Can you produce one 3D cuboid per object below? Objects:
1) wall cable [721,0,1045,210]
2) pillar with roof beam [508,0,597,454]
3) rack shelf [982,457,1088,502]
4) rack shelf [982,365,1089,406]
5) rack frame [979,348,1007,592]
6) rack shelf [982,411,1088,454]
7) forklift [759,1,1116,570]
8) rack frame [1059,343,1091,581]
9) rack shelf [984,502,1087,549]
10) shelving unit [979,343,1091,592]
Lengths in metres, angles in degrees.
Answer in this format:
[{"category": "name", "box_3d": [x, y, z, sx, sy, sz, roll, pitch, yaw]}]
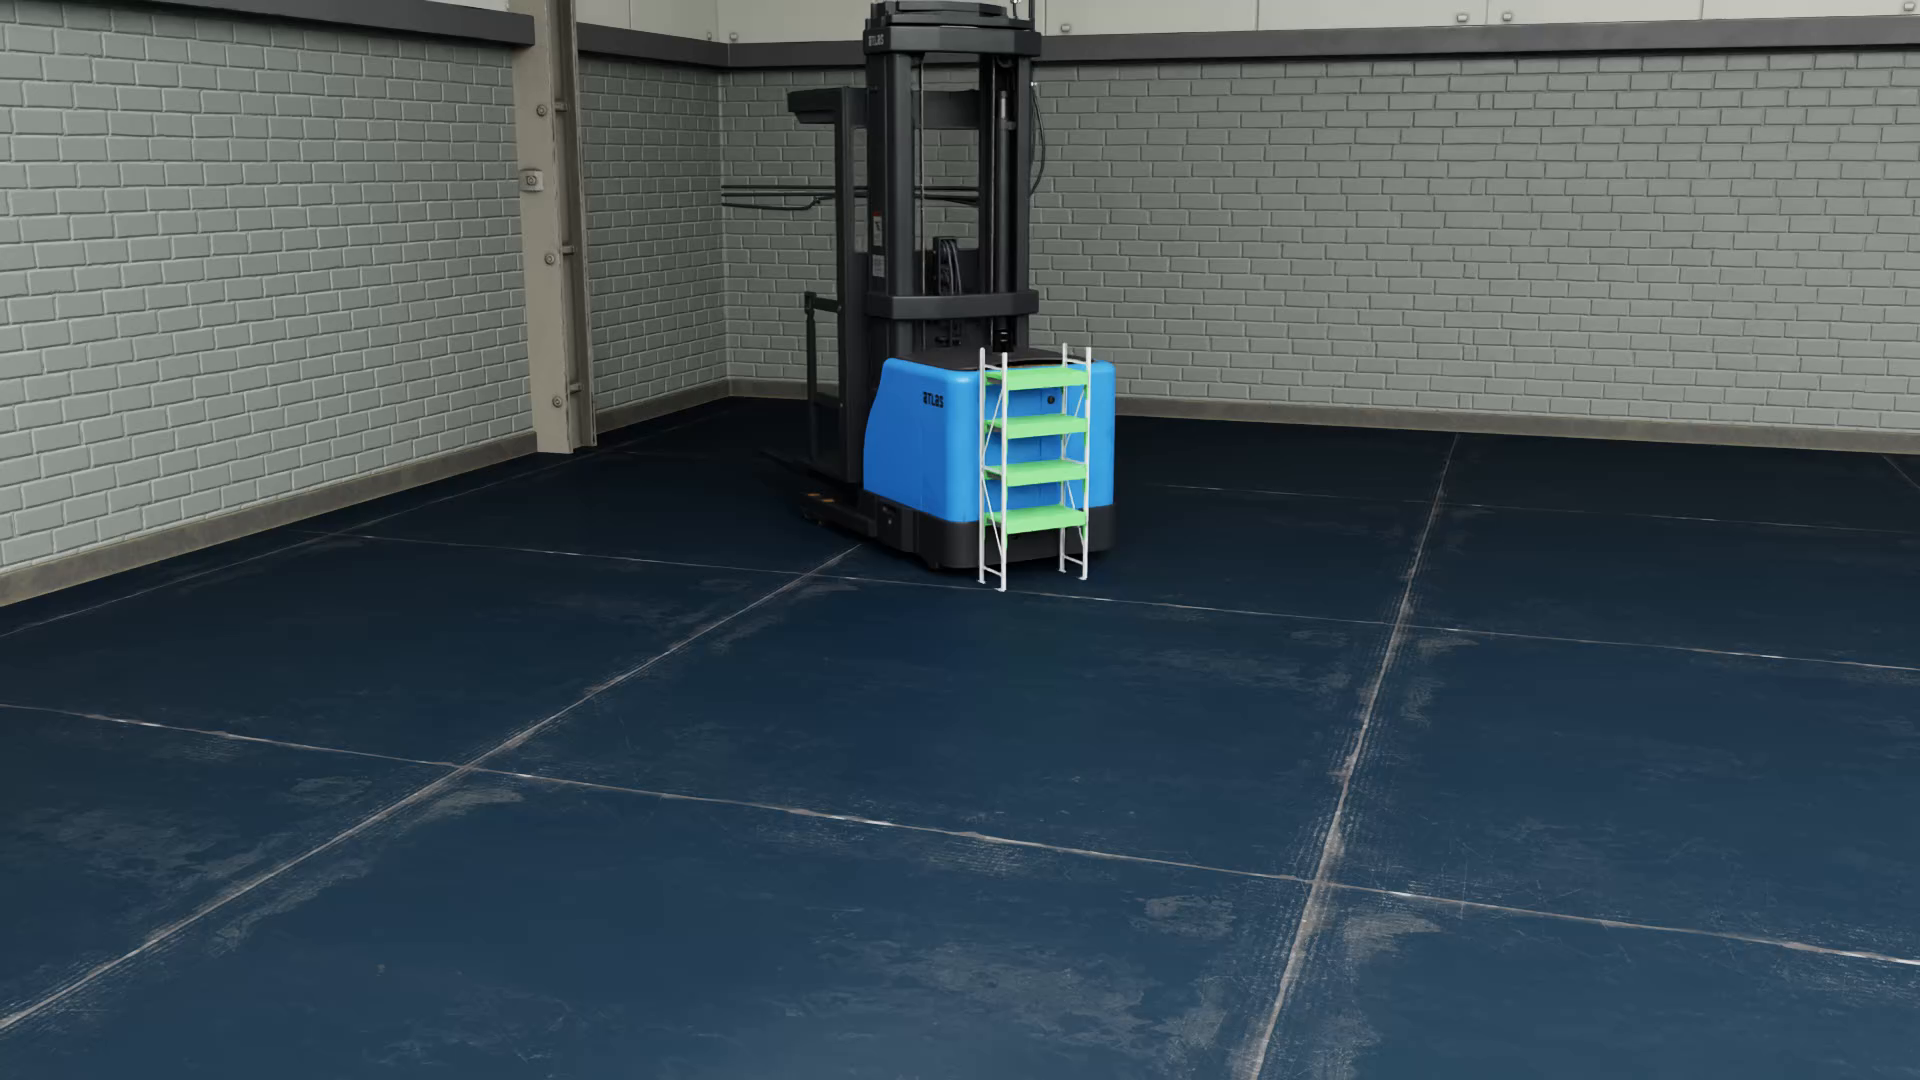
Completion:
[{"category": "wall cable", "box_3d": [-0.762, -4.089, 14.160, 3.097, 2.526, 0.112, 4, 14, 18]}, {"category": "pillar with roof beam", "box_3d": [1.107, -4.768, 10.156, 9.100, 9.000, 0.400, 4, 14, 18]}, {"category": "rack shelf", "box_3d": [0.377, -0.311, 8.440, 0.480, 0.148, 0.258, -7, 15, -28]}, {"category": "rack shelf", "box_3d": [0.377, -0.779, 8.333, 0.480, 0.148, 0.258, -7, 15, -28]}, {"category": "rack frame", "box_3d": [0.163, -0.346, 8.309, 0.015, 1.200, 0.240, -7, 15, -28]}, {"category": "rack shelf", "box_3d": [0.377, -0.545, 8.386, 0.480, 0.148, 0.258, -7, 15, -28]}, {"category": "forklift", "box_3d": [-0.315, -1.555, 9.713, 1.130, 2.935, 3.031, -7, 15, -28]}, {"category": "rack frame", "box_3d": [0.590, -0.399, 8.541, 0.015, 1.200, 0.240, -7, 15, -28]}, {"category": "rack shelf", "box_3d": [0.377, -0.077, 8.493, 0.480, 0.148, 0.258, -7, 15, -28]}, {"category": "shelving unit", "box_3d": [0.377, -0.373, 8.425, 0.503, 1.200, 0.258, -7, 15, -28]}]
